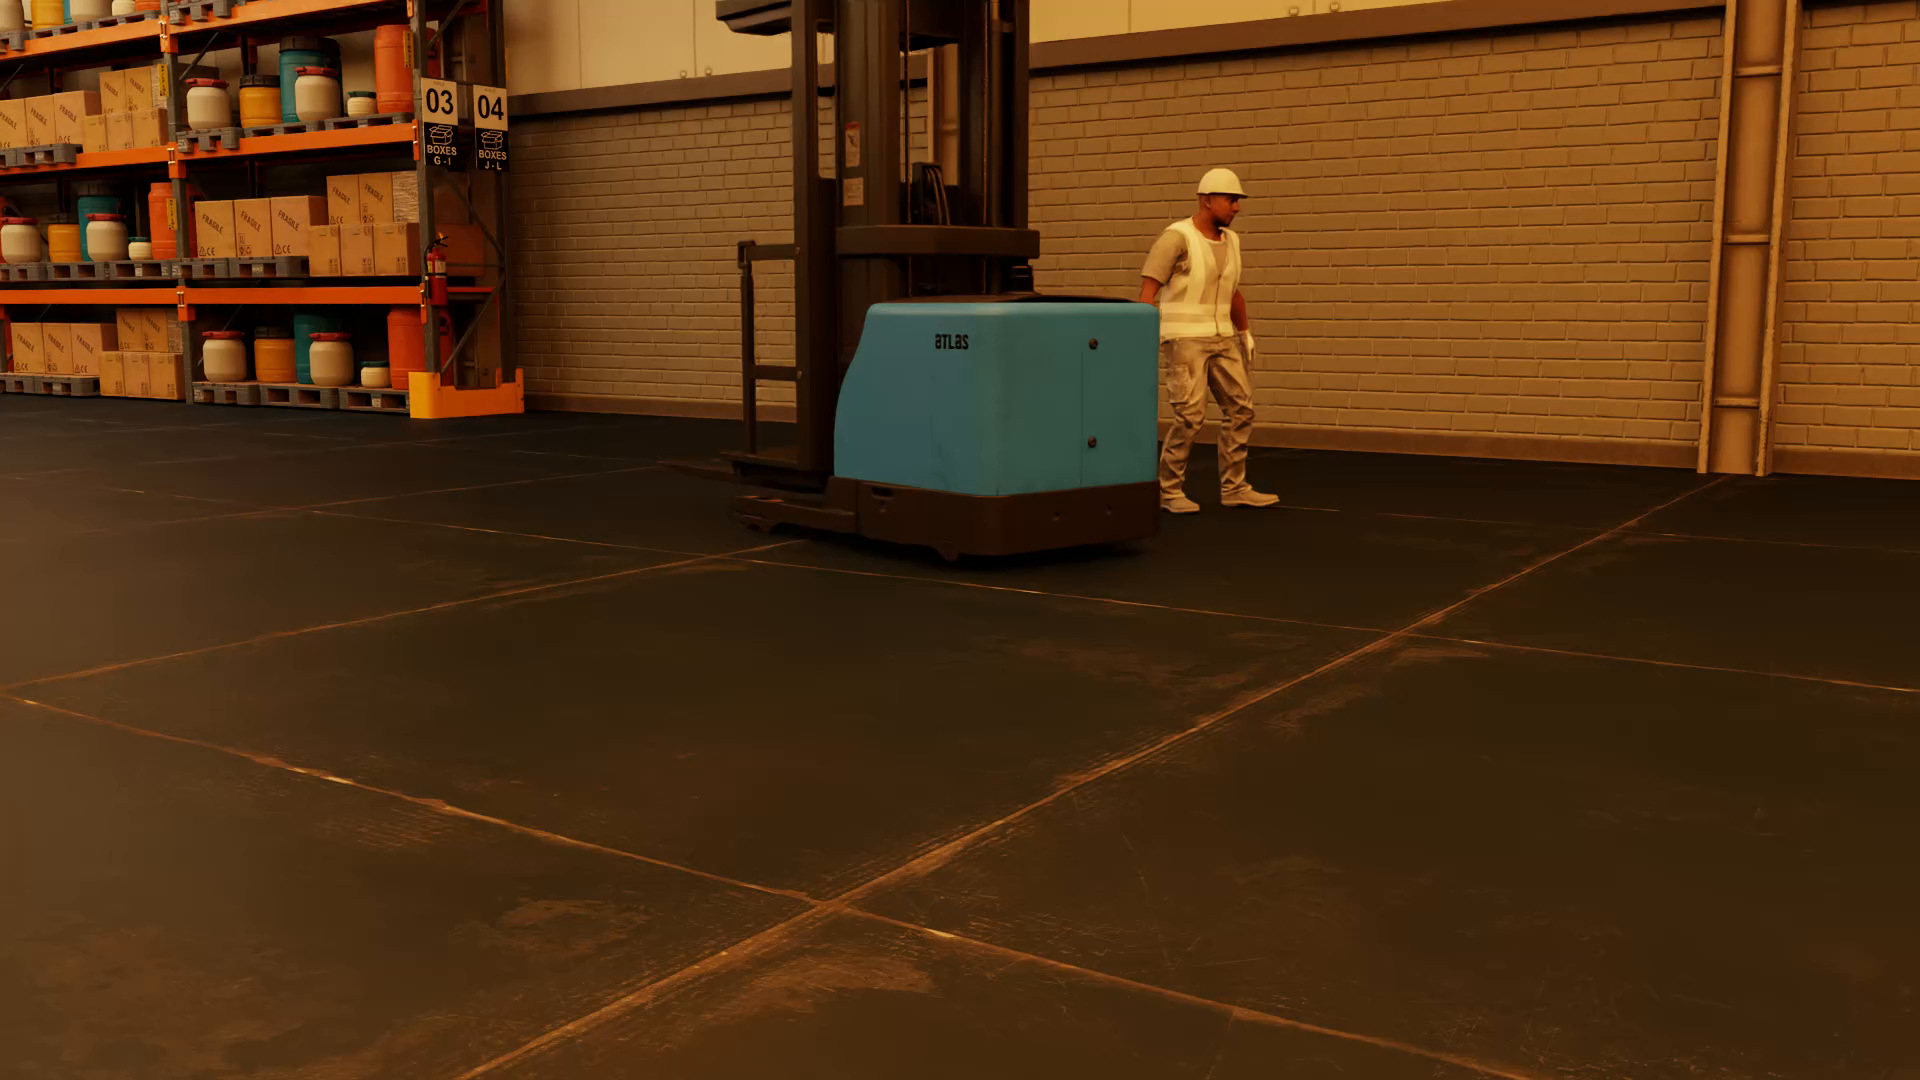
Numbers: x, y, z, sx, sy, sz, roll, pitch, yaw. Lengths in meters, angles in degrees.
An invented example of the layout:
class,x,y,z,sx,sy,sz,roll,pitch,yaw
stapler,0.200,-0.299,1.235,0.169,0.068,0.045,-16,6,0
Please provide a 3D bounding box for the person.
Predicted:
class,x,y,z,sx,sy,sz,roll,pitch,yaw
person,1.266,-1.016,8.554,0.866,1.746,0.438,-7,10,-39

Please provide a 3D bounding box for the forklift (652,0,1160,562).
class,x,y,z,sx,sy,sz,roll,pitch,yaw
forklift,-0.452,-1.521,7.891,1.130,2.935,3.031,-7,10,-39
